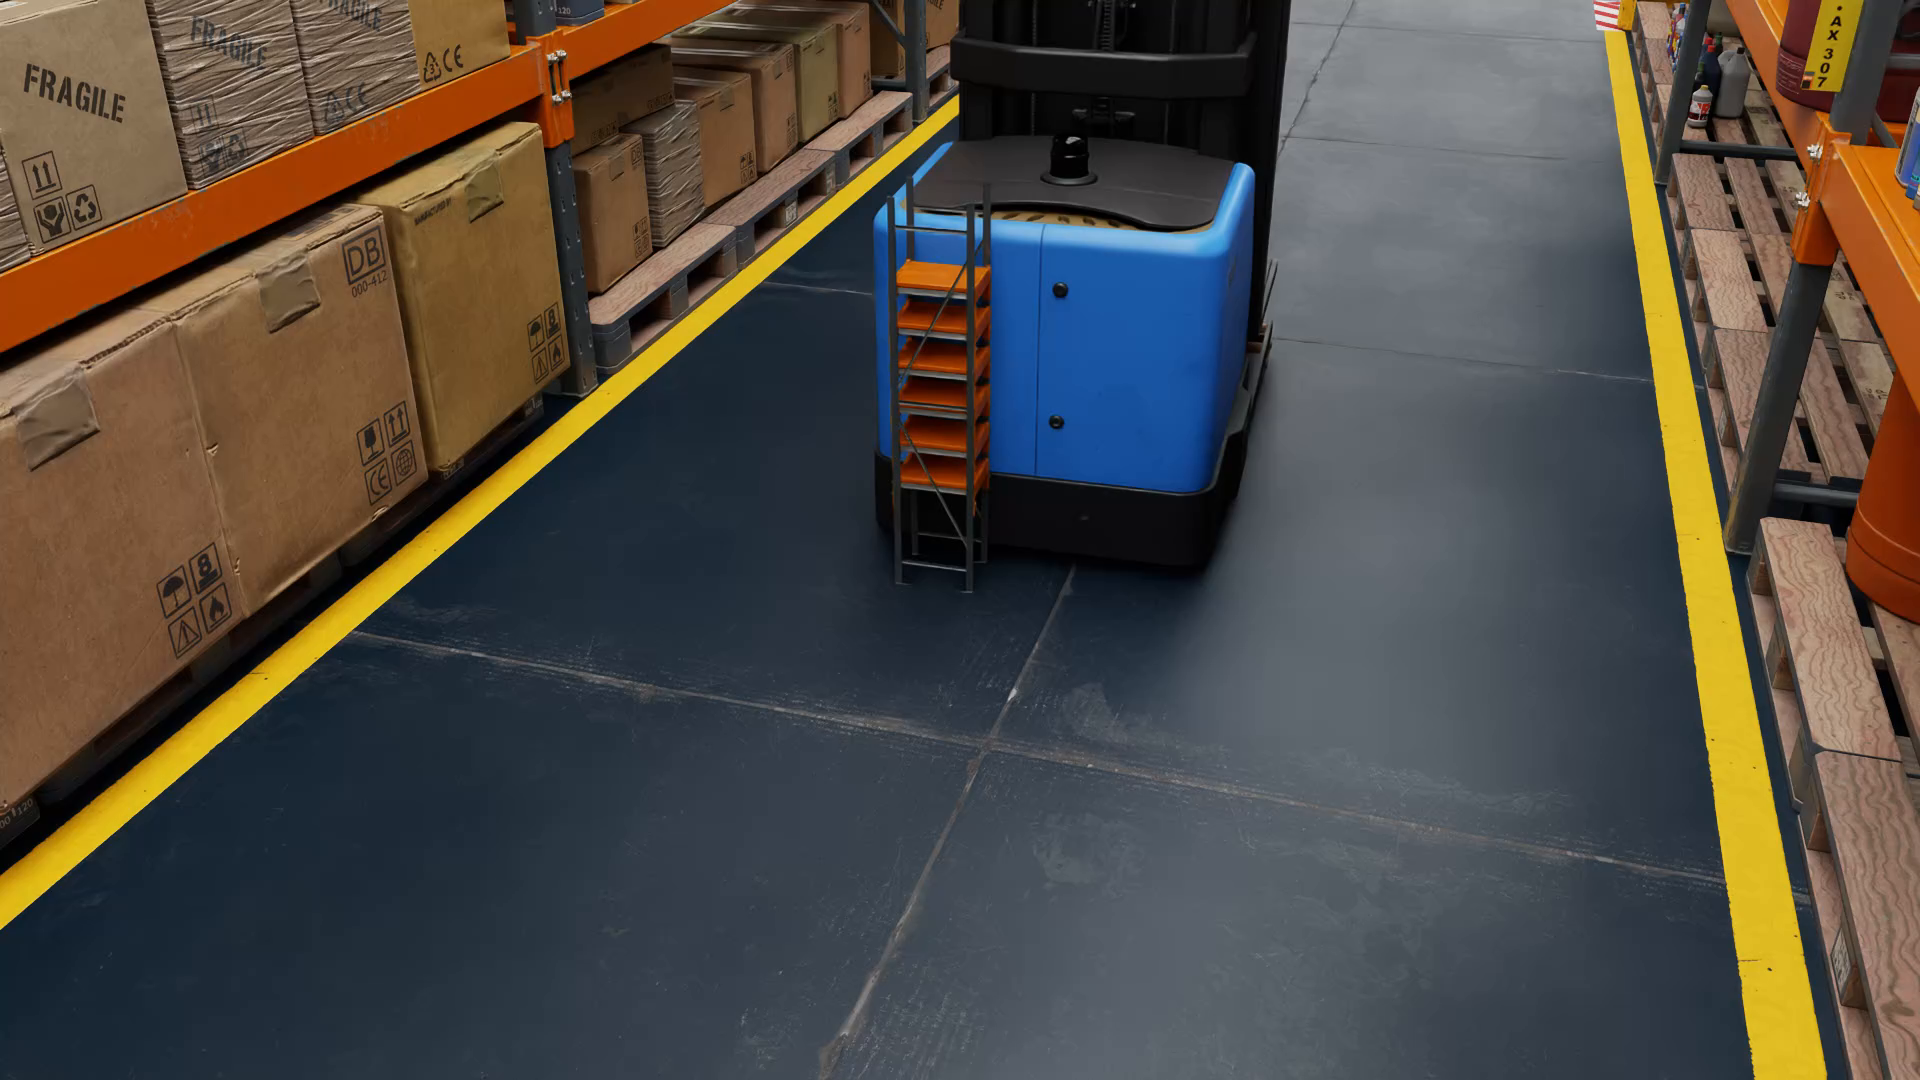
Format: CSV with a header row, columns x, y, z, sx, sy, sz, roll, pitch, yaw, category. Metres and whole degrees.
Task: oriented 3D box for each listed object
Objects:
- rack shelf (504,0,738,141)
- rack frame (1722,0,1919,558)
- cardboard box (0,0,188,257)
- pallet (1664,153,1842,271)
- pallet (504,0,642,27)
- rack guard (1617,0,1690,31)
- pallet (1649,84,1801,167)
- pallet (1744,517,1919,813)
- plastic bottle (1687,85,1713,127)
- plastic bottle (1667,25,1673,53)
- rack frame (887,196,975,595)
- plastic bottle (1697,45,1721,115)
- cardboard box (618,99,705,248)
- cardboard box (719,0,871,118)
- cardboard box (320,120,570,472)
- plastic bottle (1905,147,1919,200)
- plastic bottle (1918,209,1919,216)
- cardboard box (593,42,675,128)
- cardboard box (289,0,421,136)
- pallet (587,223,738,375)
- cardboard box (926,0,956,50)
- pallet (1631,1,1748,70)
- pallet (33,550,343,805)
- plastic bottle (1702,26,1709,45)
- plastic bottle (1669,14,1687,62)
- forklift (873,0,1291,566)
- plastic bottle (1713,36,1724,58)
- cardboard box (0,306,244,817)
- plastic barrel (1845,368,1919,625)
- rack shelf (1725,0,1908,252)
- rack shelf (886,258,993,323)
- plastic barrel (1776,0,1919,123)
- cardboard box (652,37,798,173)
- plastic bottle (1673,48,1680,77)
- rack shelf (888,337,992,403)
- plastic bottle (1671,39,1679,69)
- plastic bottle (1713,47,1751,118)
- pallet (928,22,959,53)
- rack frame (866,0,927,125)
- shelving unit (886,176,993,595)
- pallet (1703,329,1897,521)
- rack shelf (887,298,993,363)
x,y,z,sx,sy,sz,roll,pitch,yaw,category
-1.273,-2.544,7.477,1.077,0.370,4.000,8,30,15,rack shelf
2.874,-1.222,4.361,1.000,3.000,0.127,8,30,15,rack frame
-2.220,-0.999,3.857,0.500,0.500,0.500,9,30,16,cardboard box
3.855,-1.492,7.715,1.003,0.211,1.213,8,30,15,pallet
-1.753,-2.191,6.301,1.213,0.211,1.003,8,30,15,pallet
5.245,-3.805,11.577,1.175,0.500,0.348,8,30,15,rack guard
4.285,-2.169,8.931,1.003,0.211,1.213,8,30,15,pallet
2.683,0.369,4.370,1.003,0.211,1.213,8,30,15,pallet
3.857,-2.263,8.659,0.097,0.201,0.097,0,29,0,plastic bottle
4.362,-3.063,10.097,0.097,0.201,0.097,0,29,0,plastic bottle
-0.077,-0.376,4.691,0.240,1.200,0.006,7,30,12,rack frame
3.962,-2.456,8.852,0.144,0.351,0.185,8,30,14,plastic bottle
-1.532,-1.603,7.164,0.700,0.500,0.500,6,30,11,cardboard box
-0.887,-2.605,8.967,0.700,0.500,0.500,6,30,11,cardboard box
-2.083,-0.866,5.475,1.225,0.875,0.875,7,30,13,cardboard box
2.378,-0.961,4.024,0.097,0.271,0.097,0,29,0,plastic bottle
2.298,-0.870,3.848,0.061,0.283,0.133,8,30,15,plastic bottle
-1.546,-1.920,6.963,0.500,0.250,0.500,12,31,20,cardboard box
-1.920,-1.477,4.717,0.500,0.500,0.500,8,30,14,cardboard box
-1.630,-1.073,6.962,1.003,0.211,1.213,8,30,15,pallet
-0.370,-3.326,10.283,0.500,0.500,0.500,19,34,30,cardboard box
5.002,-3.302,10.969,1.003,0.211,1.213,8,30,15,pallet
-2.524,0.210,4.654,1.003,0.211,1.213,8,30,15,pallet
4.113,-2.695,9.282,0.144,0.351,0.185,8,30,15,plastic bottle
4.292,-2.982,9.880,0.097,0.271,0.097,0,29,0,plastic bottle
0.596,-1.904,5.657,1.130,2.935,3.031,7,30,12,forklift
4.219,-2.663,9.293,0.061,0.283,0.133,8,30,15,plastic bottle
-2.604,-0.041,3.991,1.225,0.875,0.875,7,30,13,cardboard box
2.747,-0.227,4.374,0.600,0.830,0.708,8,30,15,plastic barrel
3.461,-1.837,6.207,1.077,0.370,4.000,8,30,15,rack shelf
-0.055,-0.695,4.616,0.258,0.103,0.180,7,30,12,rack shelf
2.721,-1.540,4.794,0.600,0.536,0.708,8,30,15,plastic barrel
-1.209,-2.126,8.105,0.700,0.500,0.500,6,30,11,cardboard box
4.173,-2.764,9.559,0.097,0.201,0.097,0,29,0,plastic bottle
-0.055,-0.485,4.732,0.258,0.103,0.180,7,30,12,rack shelf
4.233,-2.859,9.730,0.097,0.201,0.097,0,29,0,plastic bottle
4.100,-2.435,8.815,0.144,0.351,0.185,8,30,15,plastic bottle
-0.167,-3.455,11.244,1.003,0.211,1.213,8,30,15,pallet
-0.686,-3.788,8.973,1.000,3.000,0.127,8,30,15,rack frame
-0.055,-0.419,4.769,0.258,1.200,0.189,7,30,12,shelving unit
3.139,-0.358,5.676,1.003,0.211,1.213,8,30,15,pallet
-0.055,-0.590,4.674,0.258,0.103,0.180,7,30,12,rack shelf
